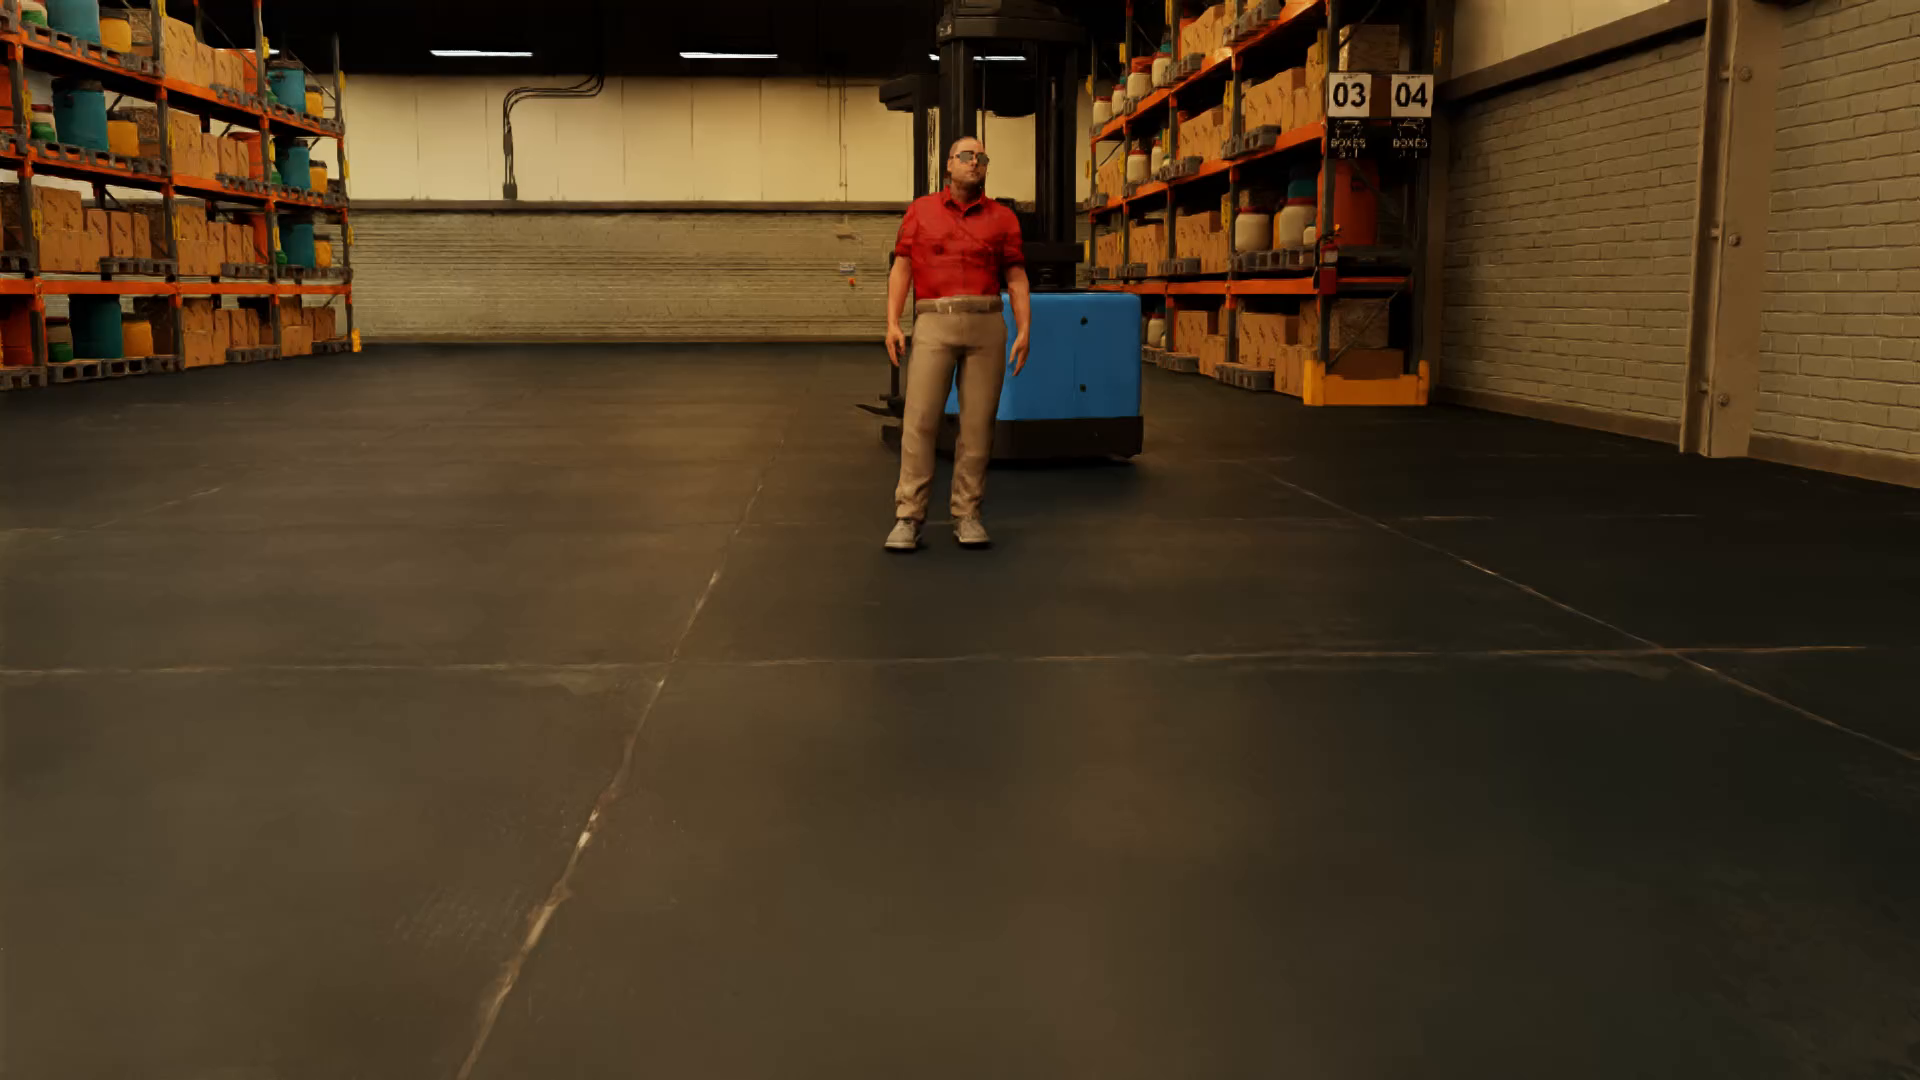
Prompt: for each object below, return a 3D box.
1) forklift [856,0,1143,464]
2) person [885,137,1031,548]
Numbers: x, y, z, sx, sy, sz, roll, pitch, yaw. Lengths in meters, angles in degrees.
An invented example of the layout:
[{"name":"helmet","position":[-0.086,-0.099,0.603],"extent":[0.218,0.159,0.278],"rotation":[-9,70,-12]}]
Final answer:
[{"name":"forklift","position":[0.105,-2.099,11.467],"extent":[1.130,2.935,3.031],"rotation":[-4,9,-23]},{"name":"person","position":[-0.006,-0.816,7.097],"extent":[0.640,1.659,0.550],"rotation":[-1,8,-4]}]
